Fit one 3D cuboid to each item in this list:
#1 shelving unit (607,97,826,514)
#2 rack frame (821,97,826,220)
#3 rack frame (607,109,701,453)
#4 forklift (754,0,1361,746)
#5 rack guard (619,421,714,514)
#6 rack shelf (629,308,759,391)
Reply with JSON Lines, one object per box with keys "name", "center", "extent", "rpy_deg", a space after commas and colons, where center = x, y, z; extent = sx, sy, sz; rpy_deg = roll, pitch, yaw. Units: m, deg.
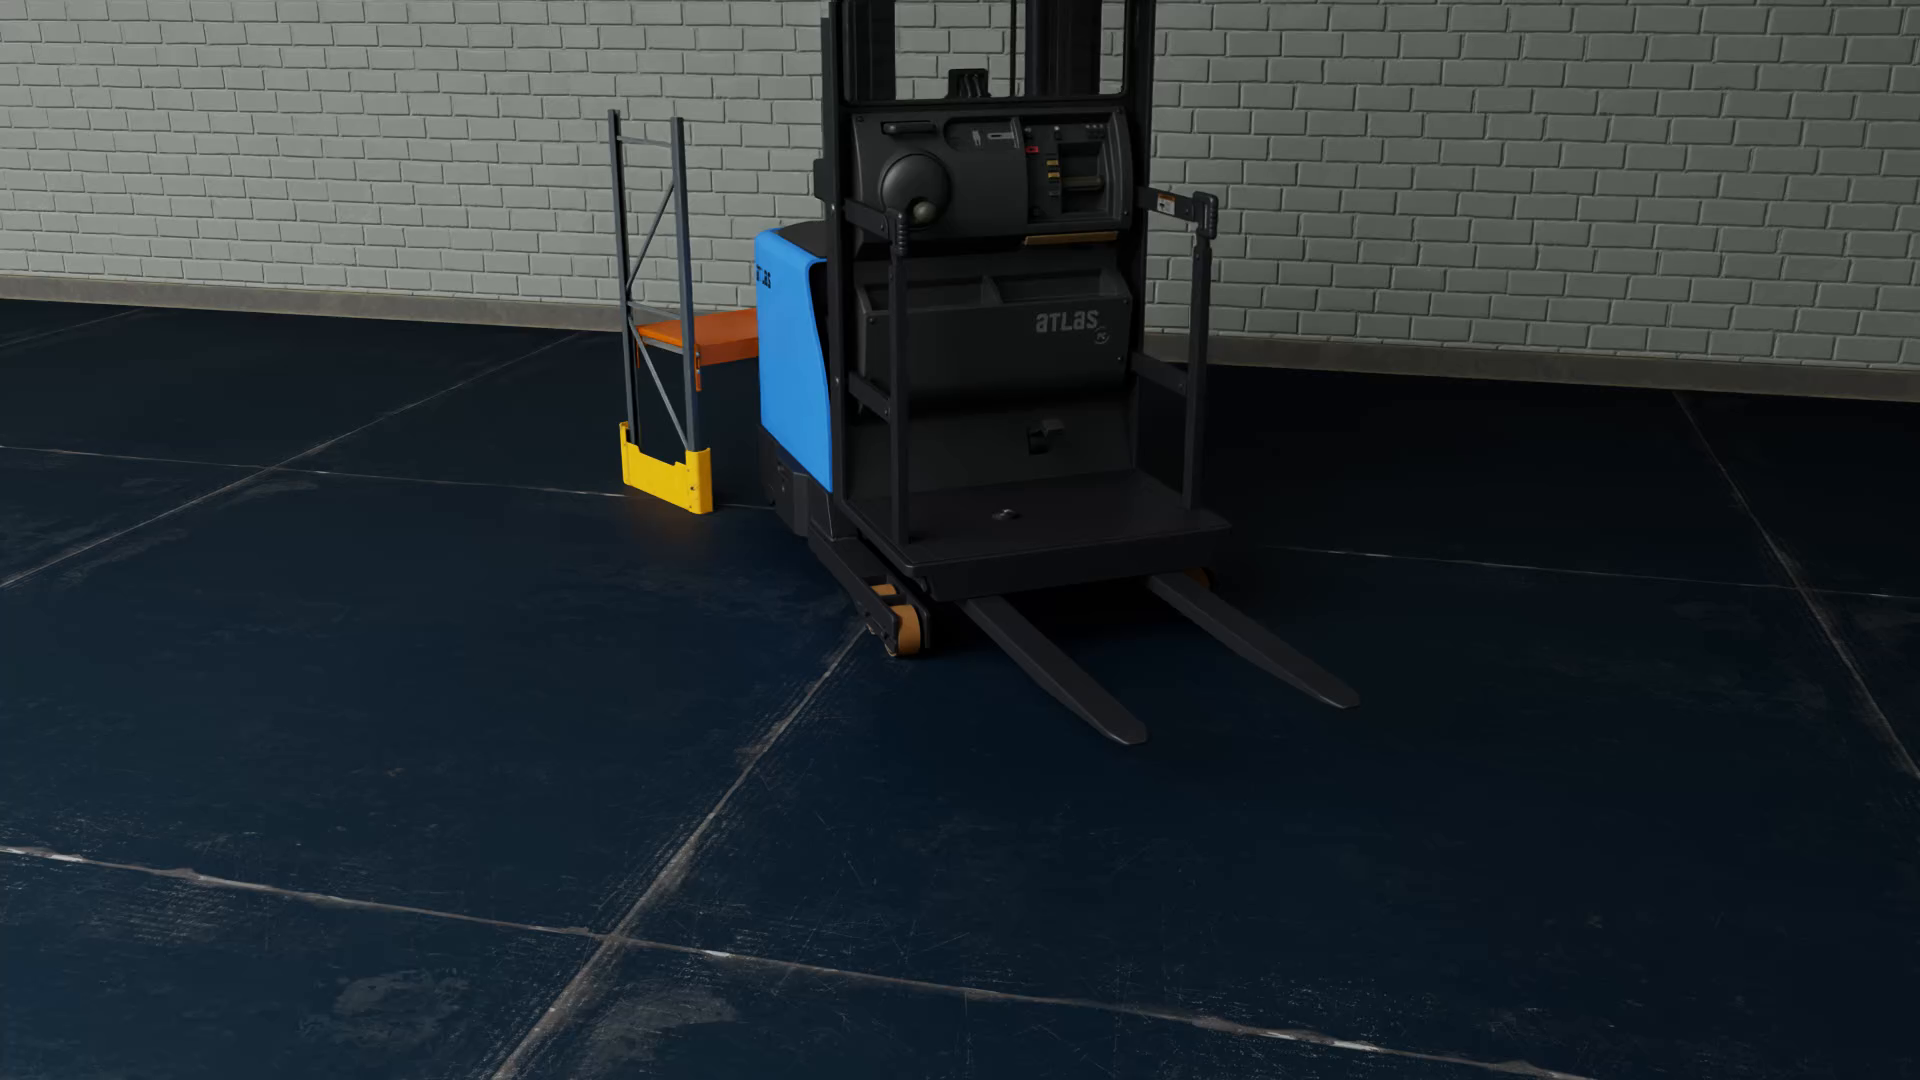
{"name": "shelving unit", "center": [-0.804, -0.994, 6.776], "extent": [1.083, 1.500, 0.587], "rpy_deg": [-16, 24, -38]}
{"name": "rack frame", "center": [-0.412, -1.103, 7.096], "extent": [0.032, 1.500, 0.500], "rpy_deg": [-16, 24, -38]}
{"name": "rack frame", "center": [-1.182, -0.888, 6.468], "extent": [0.032, 1.500, 0.500], "rpy_deg": [-16, 24, -38]}
{"name": "forklift", "center": [0.190, -1.175, 5.094], "extent": [1.130, 2.935, 3.031], "rpy_deg": [-7, 20, -19]}
{"name": "rack guard", "center": [-1.181, -0.297, 6.671], "extent": [0.087, 0.250, 0.587], "rpy_deg": [-16, 24, -38]}
{"name": "rack shelf", "center": [-0.797, -0.825, 6.840], "extent": [1.000, 0.185, 0.538], "rpy_deg": [-16, 24, -38]}
